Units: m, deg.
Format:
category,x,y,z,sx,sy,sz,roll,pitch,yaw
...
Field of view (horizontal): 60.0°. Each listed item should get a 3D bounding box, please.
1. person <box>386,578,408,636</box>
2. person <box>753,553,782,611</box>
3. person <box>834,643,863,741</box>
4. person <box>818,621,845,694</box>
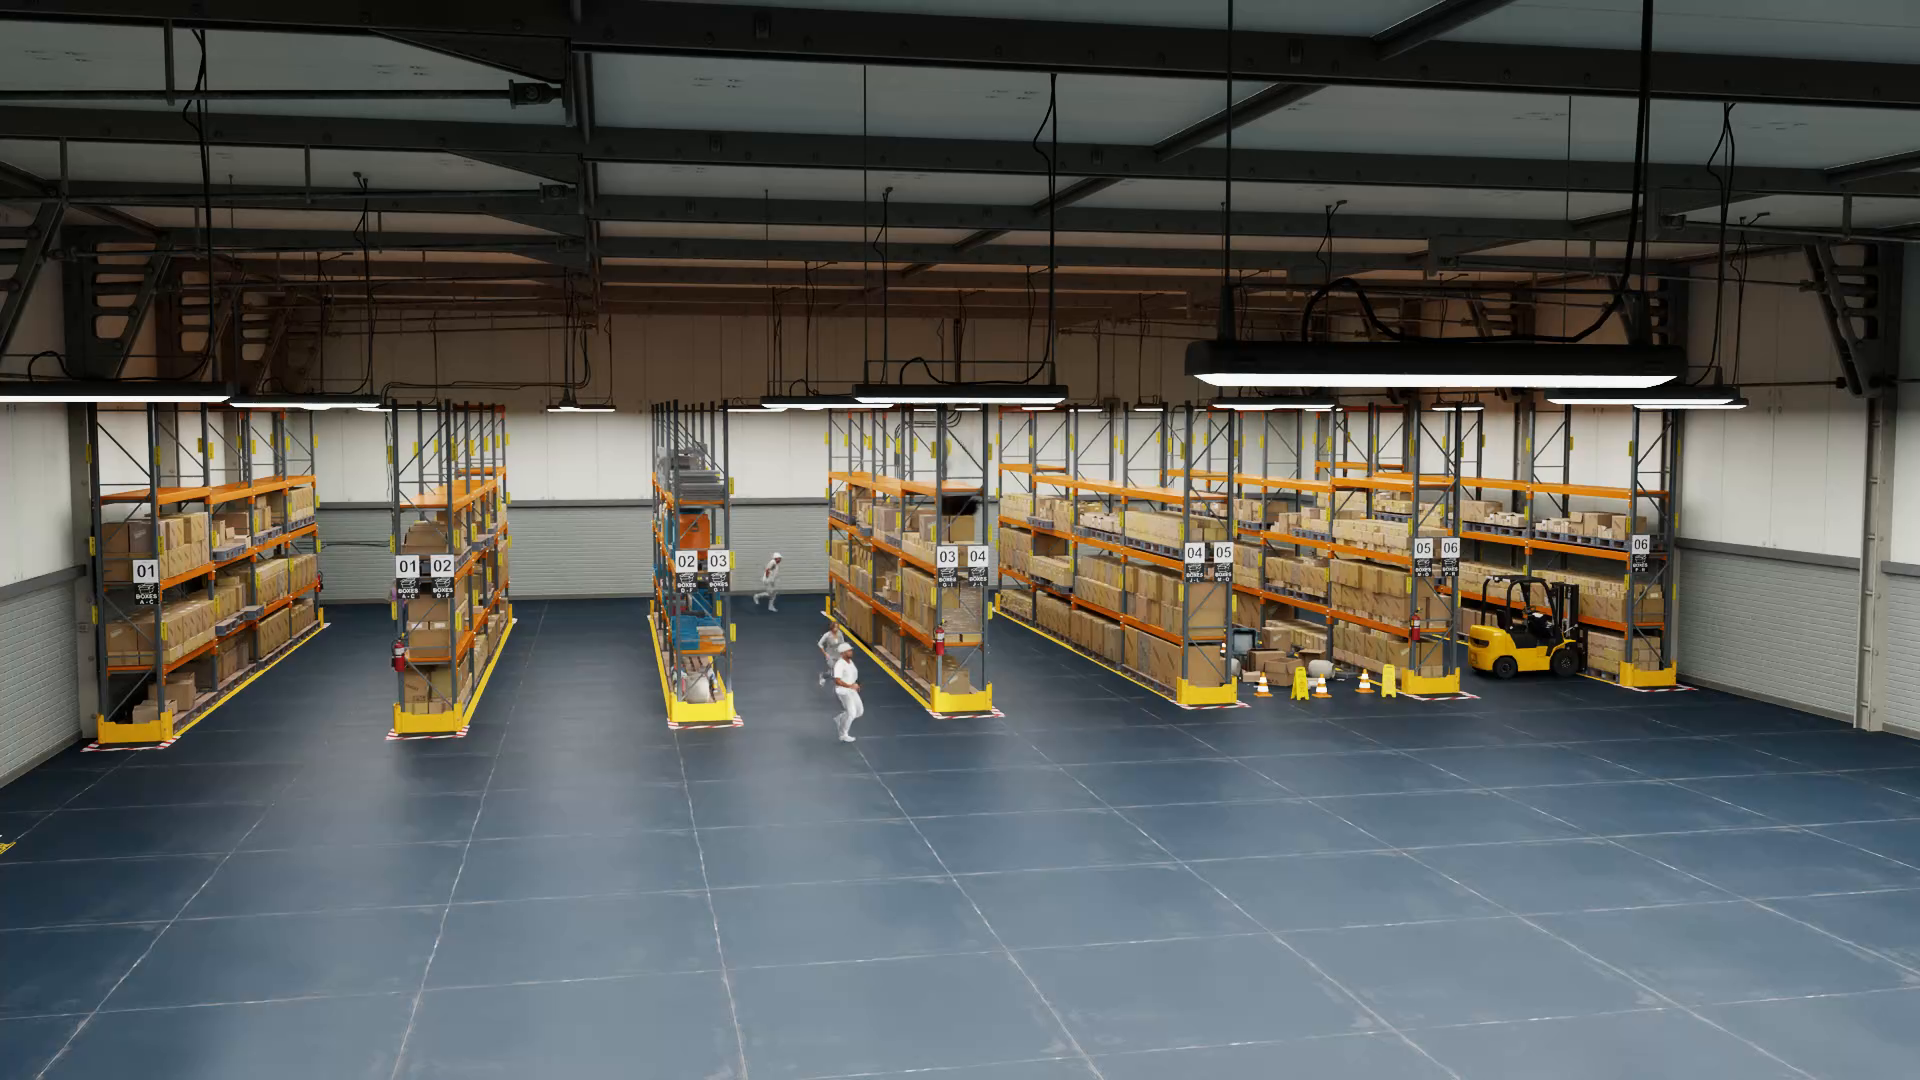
category,x,y,z,sx,sy,sz,roll,pitch,yaw
person,-14.165,1.758,41.891,0.536,1.609,0.875,-1,4,-15
person,-5.622,1.230,48.620,0.877,1.713,0.681,-1,4,-7
person,-1.972,2.666,29.187,0.583,1.723,0.700,1,5,17
person,-2.622,2.413,33.731,0.537,1.587,0.942,-3,5,-36
